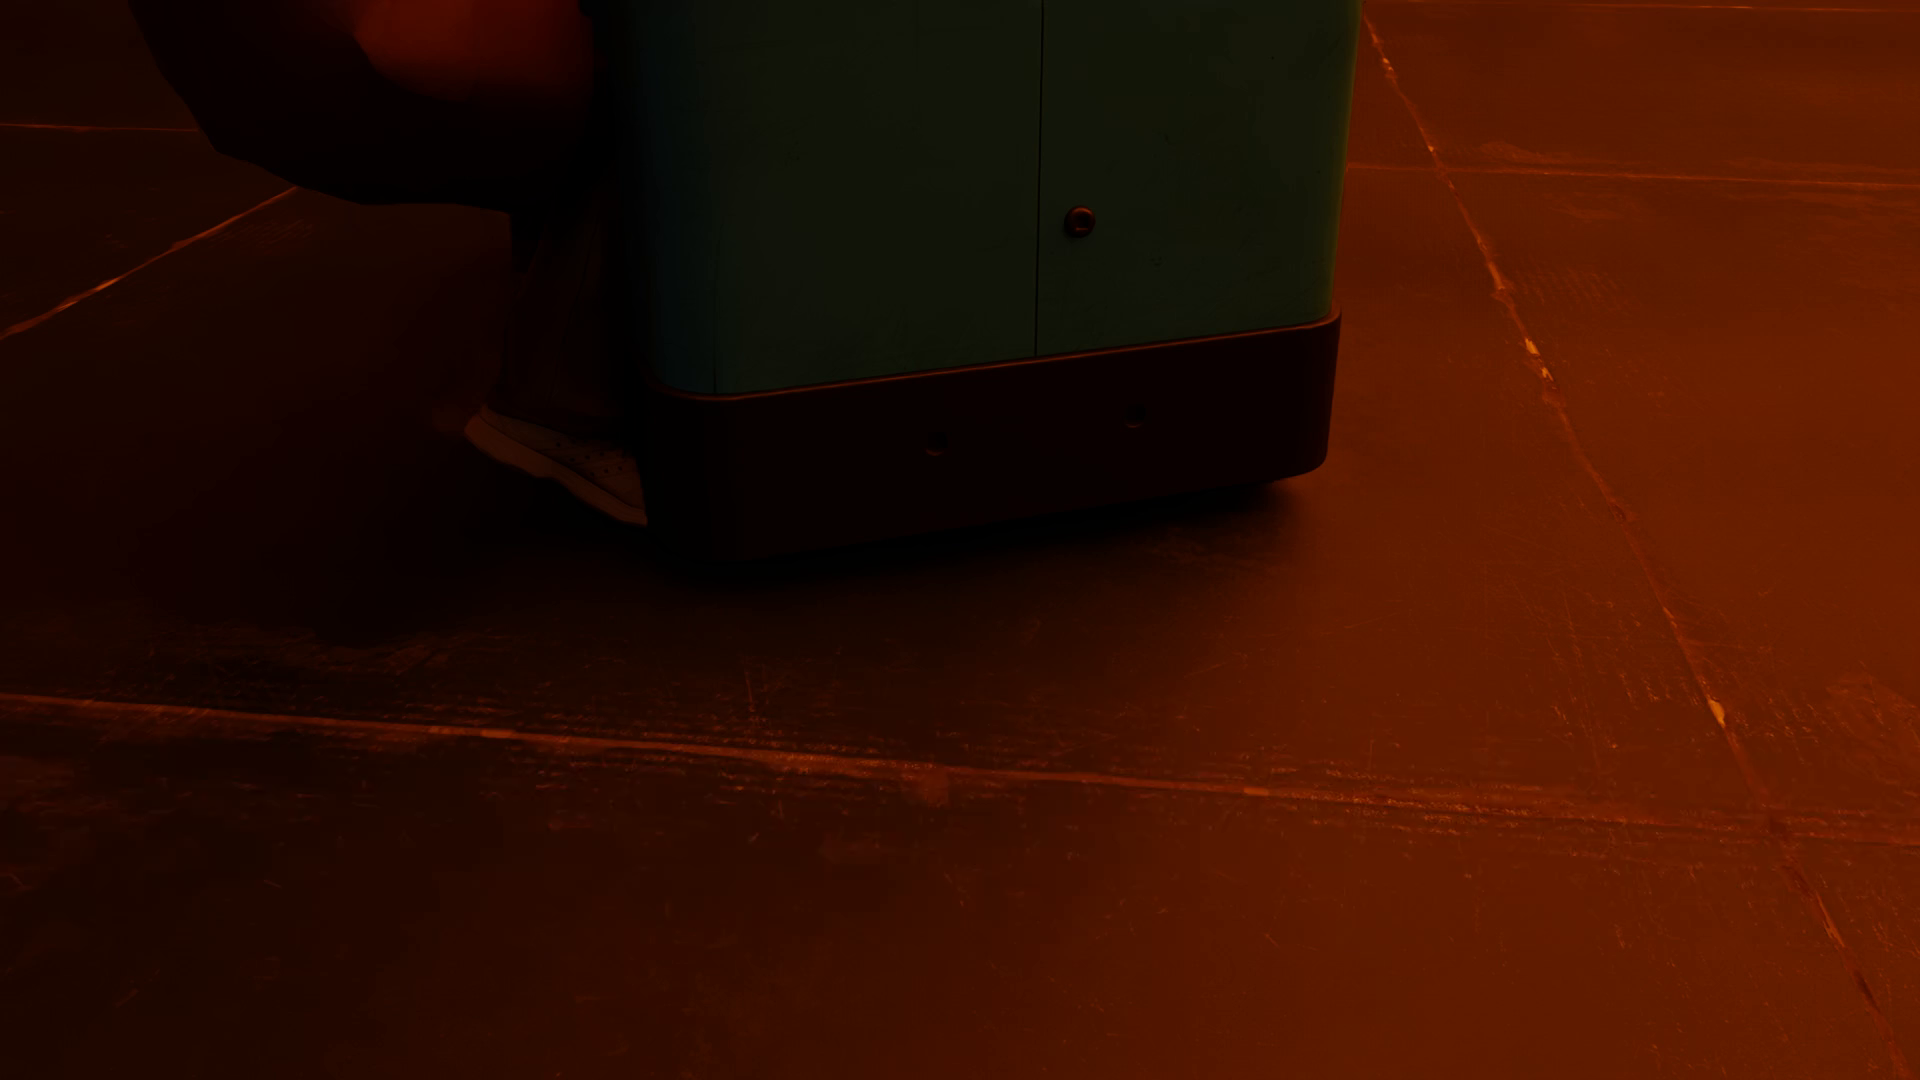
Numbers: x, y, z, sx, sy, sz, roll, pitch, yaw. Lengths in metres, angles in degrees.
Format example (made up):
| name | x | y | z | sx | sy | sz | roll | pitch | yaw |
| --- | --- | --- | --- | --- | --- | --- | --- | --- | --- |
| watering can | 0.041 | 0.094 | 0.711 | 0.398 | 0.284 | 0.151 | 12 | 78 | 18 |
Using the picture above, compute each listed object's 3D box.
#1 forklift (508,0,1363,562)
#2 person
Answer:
| name | x | y | z | sx | sy | sz | roll | pitch | yaw |
| --- | --- | --- | --- | --- | --- | --- | --- | --- | --- |
| forklift | -0.392 | -1.918 | 3.062 | 1.130 | 2.935 | 3.031 | -9 | 28 | -17 |
| person | -0.658 | -0.748 | 2.270 | 1.097 | 1.511 | 0.893 | 24 | 35 | 39 |
